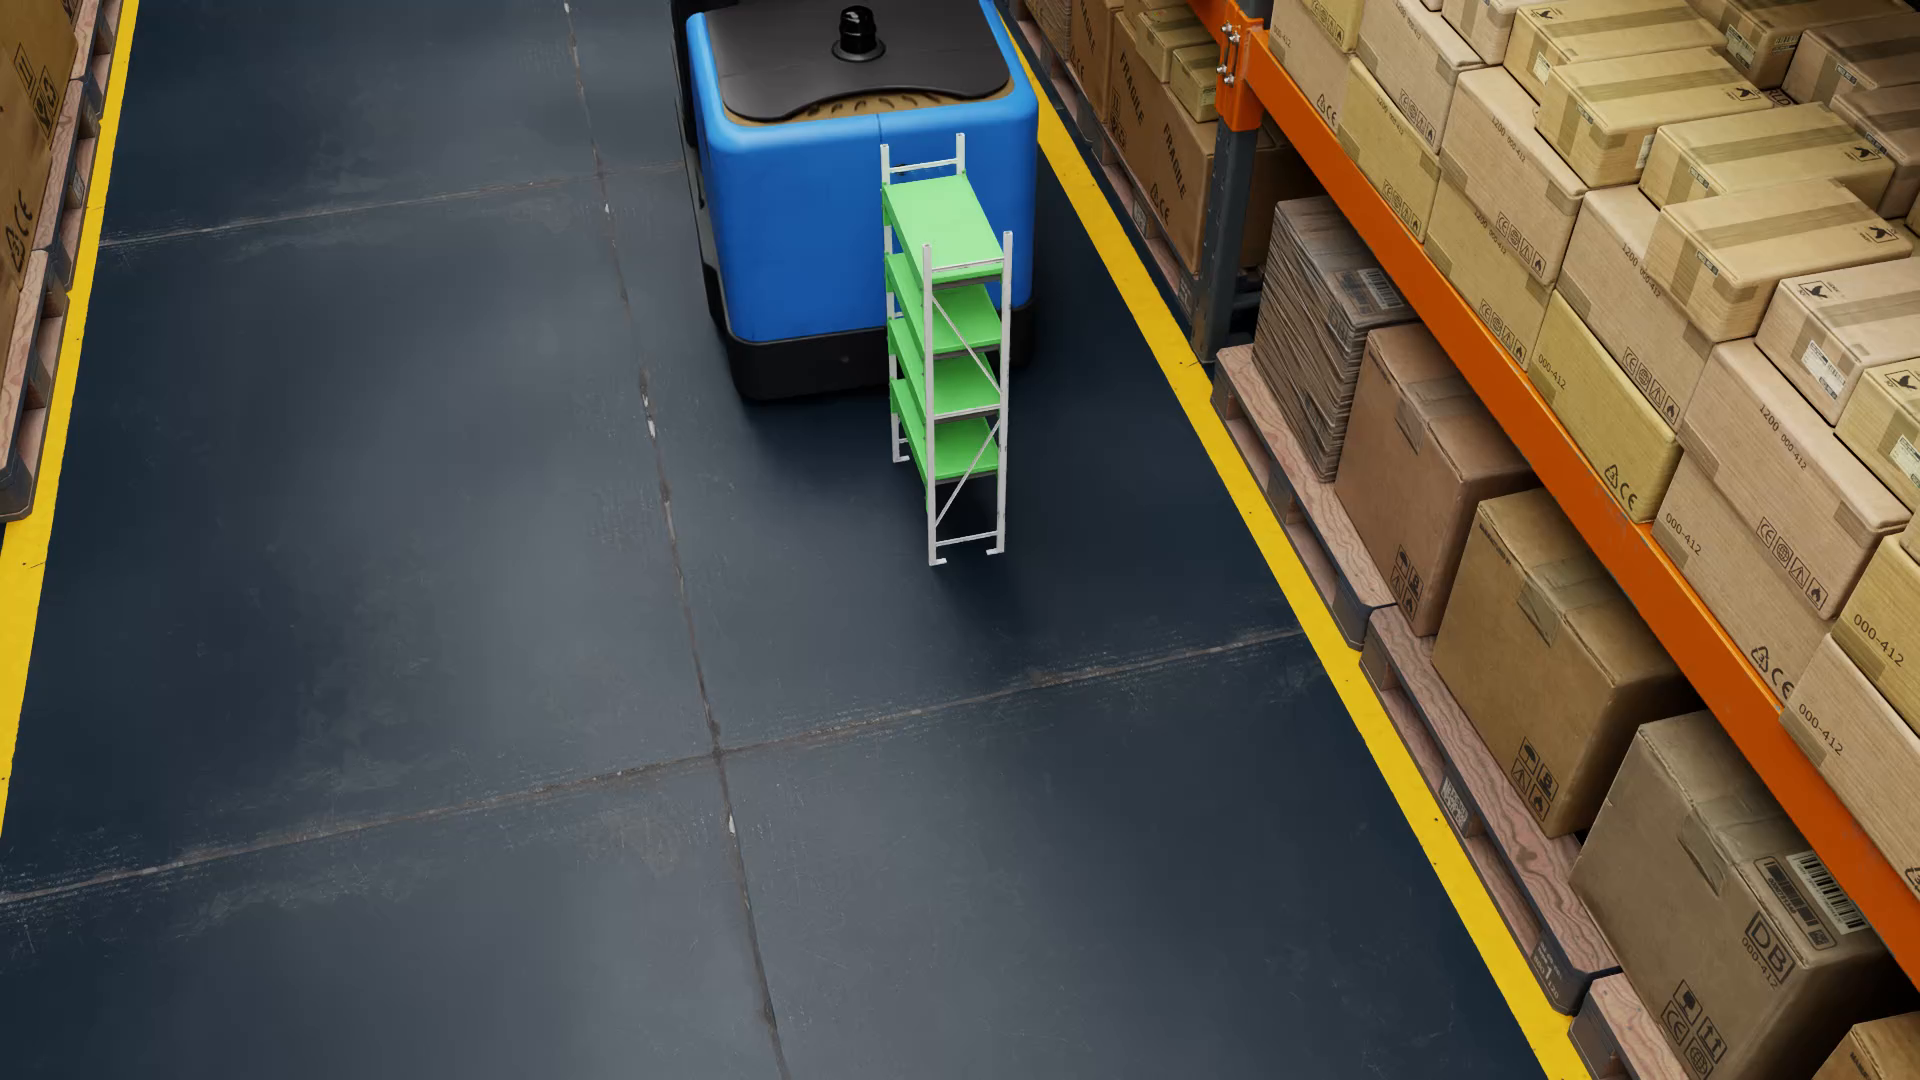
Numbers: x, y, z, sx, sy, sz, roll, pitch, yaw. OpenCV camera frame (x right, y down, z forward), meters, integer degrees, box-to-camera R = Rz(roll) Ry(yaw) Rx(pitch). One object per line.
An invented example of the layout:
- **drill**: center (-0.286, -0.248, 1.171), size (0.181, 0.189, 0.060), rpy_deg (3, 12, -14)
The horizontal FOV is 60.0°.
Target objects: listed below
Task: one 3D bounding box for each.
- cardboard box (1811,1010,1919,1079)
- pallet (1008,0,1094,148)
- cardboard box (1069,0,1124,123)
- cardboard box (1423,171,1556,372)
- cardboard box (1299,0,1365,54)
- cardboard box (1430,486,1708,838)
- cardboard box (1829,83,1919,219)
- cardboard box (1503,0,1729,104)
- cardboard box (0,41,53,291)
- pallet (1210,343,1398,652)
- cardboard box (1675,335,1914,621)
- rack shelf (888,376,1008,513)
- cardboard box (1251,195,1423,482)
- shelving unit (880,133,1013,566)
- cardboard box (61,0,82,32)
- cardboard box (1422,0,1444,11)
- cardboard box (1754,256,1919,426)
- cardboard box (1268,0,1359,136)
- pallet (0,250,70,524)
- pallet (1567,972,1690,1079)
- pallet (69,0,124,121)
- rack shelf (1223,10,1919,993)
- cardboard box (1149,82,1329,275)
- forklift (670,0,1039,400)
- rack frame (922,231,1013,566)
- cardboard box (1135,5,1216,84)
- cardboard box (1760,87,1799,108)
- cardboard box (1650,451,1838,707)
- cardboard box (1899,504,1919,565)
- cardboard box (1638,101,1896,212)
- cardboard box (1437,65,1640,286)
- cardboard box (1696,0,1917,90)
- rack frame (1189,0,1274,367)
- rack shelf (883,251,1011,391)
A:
- **cardboard box**: center (2.197, 1.294, 3.251), size (0.875, 0.625, 0.625), rpy_deg (-9, 46, -9)
- **pallet**: center (0.854, -2.181, 7.240), size (1.003, 0.211, 1.213), rpy_deg (-11, 47, -10)
- **cardboard box**: center (0.747, -2.027, 6.592), size (0.500, 0.500, 0.500), rpy_deg (-9, 46, -9)
- **cardboard box**: center (1.458, -0.688, 3.929), size (0.500, 0.250, 0.500), rpy_deg (-12, 47, -12)
- **cardboard box**: center (1.171, -1.561, 4.435), size (0.500, 0.250, 0.500), rpy_deg (-11, 47, -10)
- **cardboard box**: center (1.812, 0.238, 4.285), size (0.875, 0.625, 0.625), rpy_deg (-12, 47, -12)
- **cardboard box**: center (2.008, -0.812, 3.421), size (0.380, 0.149, 0.250), rpy_deg (-9, 46, -9)
- **cardboard box**: center (1.447, -1.079, 3.683), size (0.380, 0.149, 0.250), rpy_deg (-10, 46, -10)
- **cardboard box**: center (-3.801, -1.396, 5.711), size (0.875, 0.875, 0.875), rpy_deg (-10, 46, -10)
- **pallet**: center (1.491, -0.243, 5.340), size (1.003, 0.211, 1.213), rpy_deg (-11, 47, -10)
- **cardboard box**: center (1.705, -0.155, 3.057), size (0.500, 0.250, 0.500), rpy_deg (-10, 46, -10)
- **rack shelf**: center (-0.042, -0.322, 5.151), size (0.258, 0.148, 0.480), rpy_deg (-11, 47, -10)
- **cardboard box**: center (1.464, -0.677, 5.182), size (0.875, 0.625, 0.625), rpy_deg (-9, 46, -9)
- **shelving unit**: center (-0.042, -0.534, 4.933), size (0.258, 1.200, 0.503), rpy_deg (-11, 47, -10)
- **cardboard box**: center (-4.268, -2.635, 6.926), size (0.875, 0.875, 0.875), rpy_deg (-9, 46, -9)
- **cardboard box**: center (1.275, -1.425, 4.022), size (0.380, 0.149, 0.250), rpy_deg (-10, 46, -9)
- **cardboard box**: center (1.684, -0.367, 2.985), size (0.380, 0.149, 0.250), rpy_deg (-10, 46, -10)
- **cardboard box**: center (1.195, -1.391, 4.618), size (0.500, 0.250, 0.500), rpy_deg (-11, 47, -10)
- **pallet**: center (-3.609, -0.466, 5.559), size (1.003, 0.211, 1.213), rpy_deg (-11, 47, -10)
- **pallet**: center (2.115, 1.442, 3.689), size (1.003, 0.211, 1.213), rpy_deg (-11, 47, -10)
- **pallet**: center (-4.233, -2.151, 7.210), size (1.003, 0.211, 1.213), rpy_deg (-11, 47, -10)
- **rack shelf**: center (1.830, -0.161, 3.812), size (1.077, 0.370, 4.000), rpy_deg (-11, 47, -10)
- **cardboard box**: center (1.002, -1.319, 5.898), size (0.500, 0.500, 0.500), rpy_deg (-9, 46, -9)
- **forklift**: center (-0.549, -2.569, 5.715), size (1.130, 2.935, 3.031), rpy_deg (-9, 46, -8)
- **rack frame**: center (0.020, -0.366, 4.768), size (0.240, 1.200, 0.015), rpy_deg (-11, 47, -10)
- **cardboard box**: center (0.847, -1.771, 5.887), size (0.380, 0.149, 0.250), rpy_deg (-13, 47, -12)
- **cardboard box**: center (1.959, -0.958, 3.844), size (0.500, 0.250, 0.500), rpy_deg (-11, 47, -11)
- **cardboard box**: center (1.728, 0.025, 3.230), size (0.500, 0.250, 0.500), rpy_deg (-10, 47, -10)
- **cardboard box**: center (1.749, -0.001, 2.626), size (0.380, 0.149, 0.250), rpy_deg (-12, 47, -12)
- **cardboard box**: center (1.615, -0.731, 3.342), size (0.380, 0.149, 0.250), rpy_deg (-11, 47, -10)
- **cardboard box**: center (1.439, -0.855, 3.743), size (0.500, 0.250, 0.500), rpy_deg (-12, 47, -11)
- **cardboard box**: center (1.901, -1.167, 3.769), size (0.380, 0.149, 0.250), rpy_deg (-11, 47, -11)
- **rack frame**: center (1.318, -1.794, 4.908), size (1.000, 3.000, 0.127), rpy_deg (-11, 47, -10)
- **rack shelf**: center (-0.042, -0.658, 4.808), size (0.258, 0.148, 0.480), rpy_deg (-11, 47, -10)
